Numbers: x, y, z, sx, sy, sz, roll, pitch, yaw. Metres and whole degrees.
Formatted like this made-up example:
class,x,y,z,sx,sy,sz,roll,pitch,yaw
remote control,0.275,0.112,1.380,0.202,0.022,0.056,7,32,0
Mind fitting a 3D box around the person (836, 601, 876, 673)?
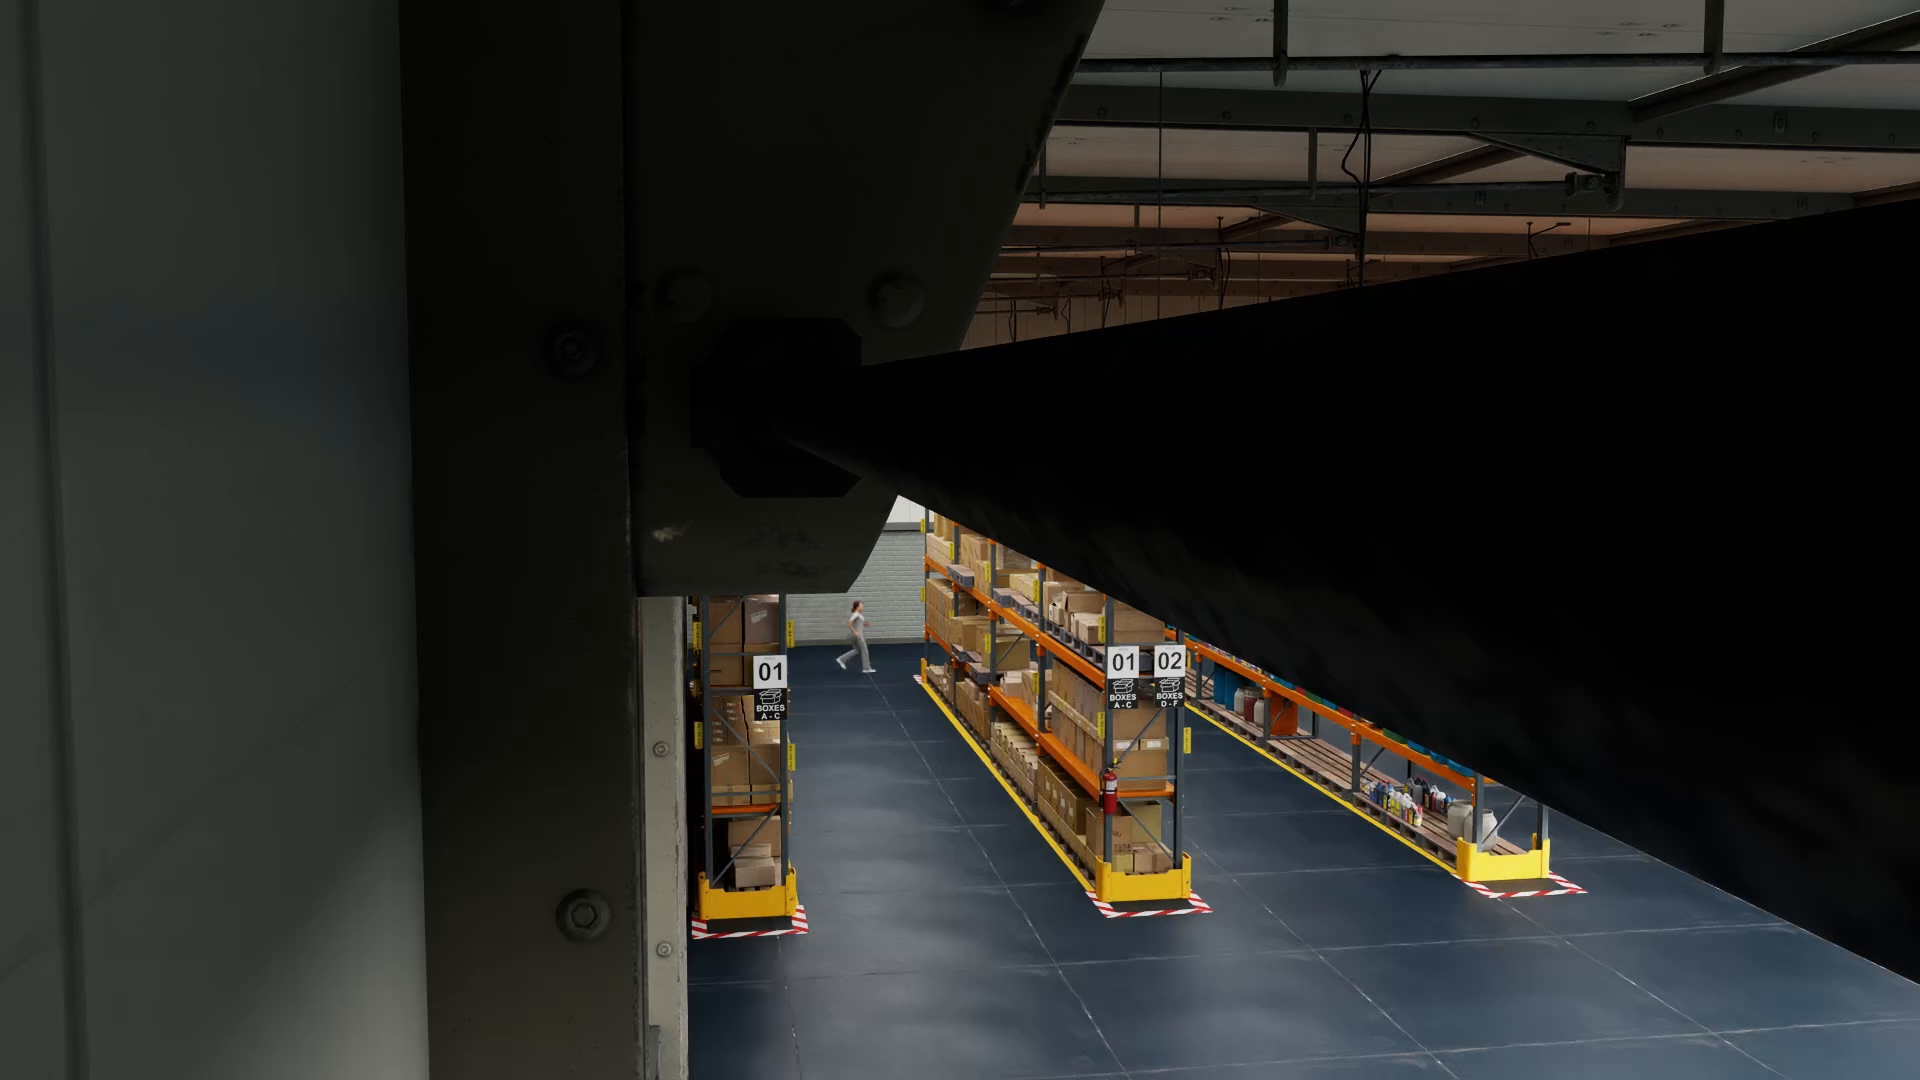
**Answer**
class,x,y,z,sx,sy,sz,roll,pitch,yaw
person,-2.347,2.183,37.553,0.907,1.649,0.558,0,5,-3
